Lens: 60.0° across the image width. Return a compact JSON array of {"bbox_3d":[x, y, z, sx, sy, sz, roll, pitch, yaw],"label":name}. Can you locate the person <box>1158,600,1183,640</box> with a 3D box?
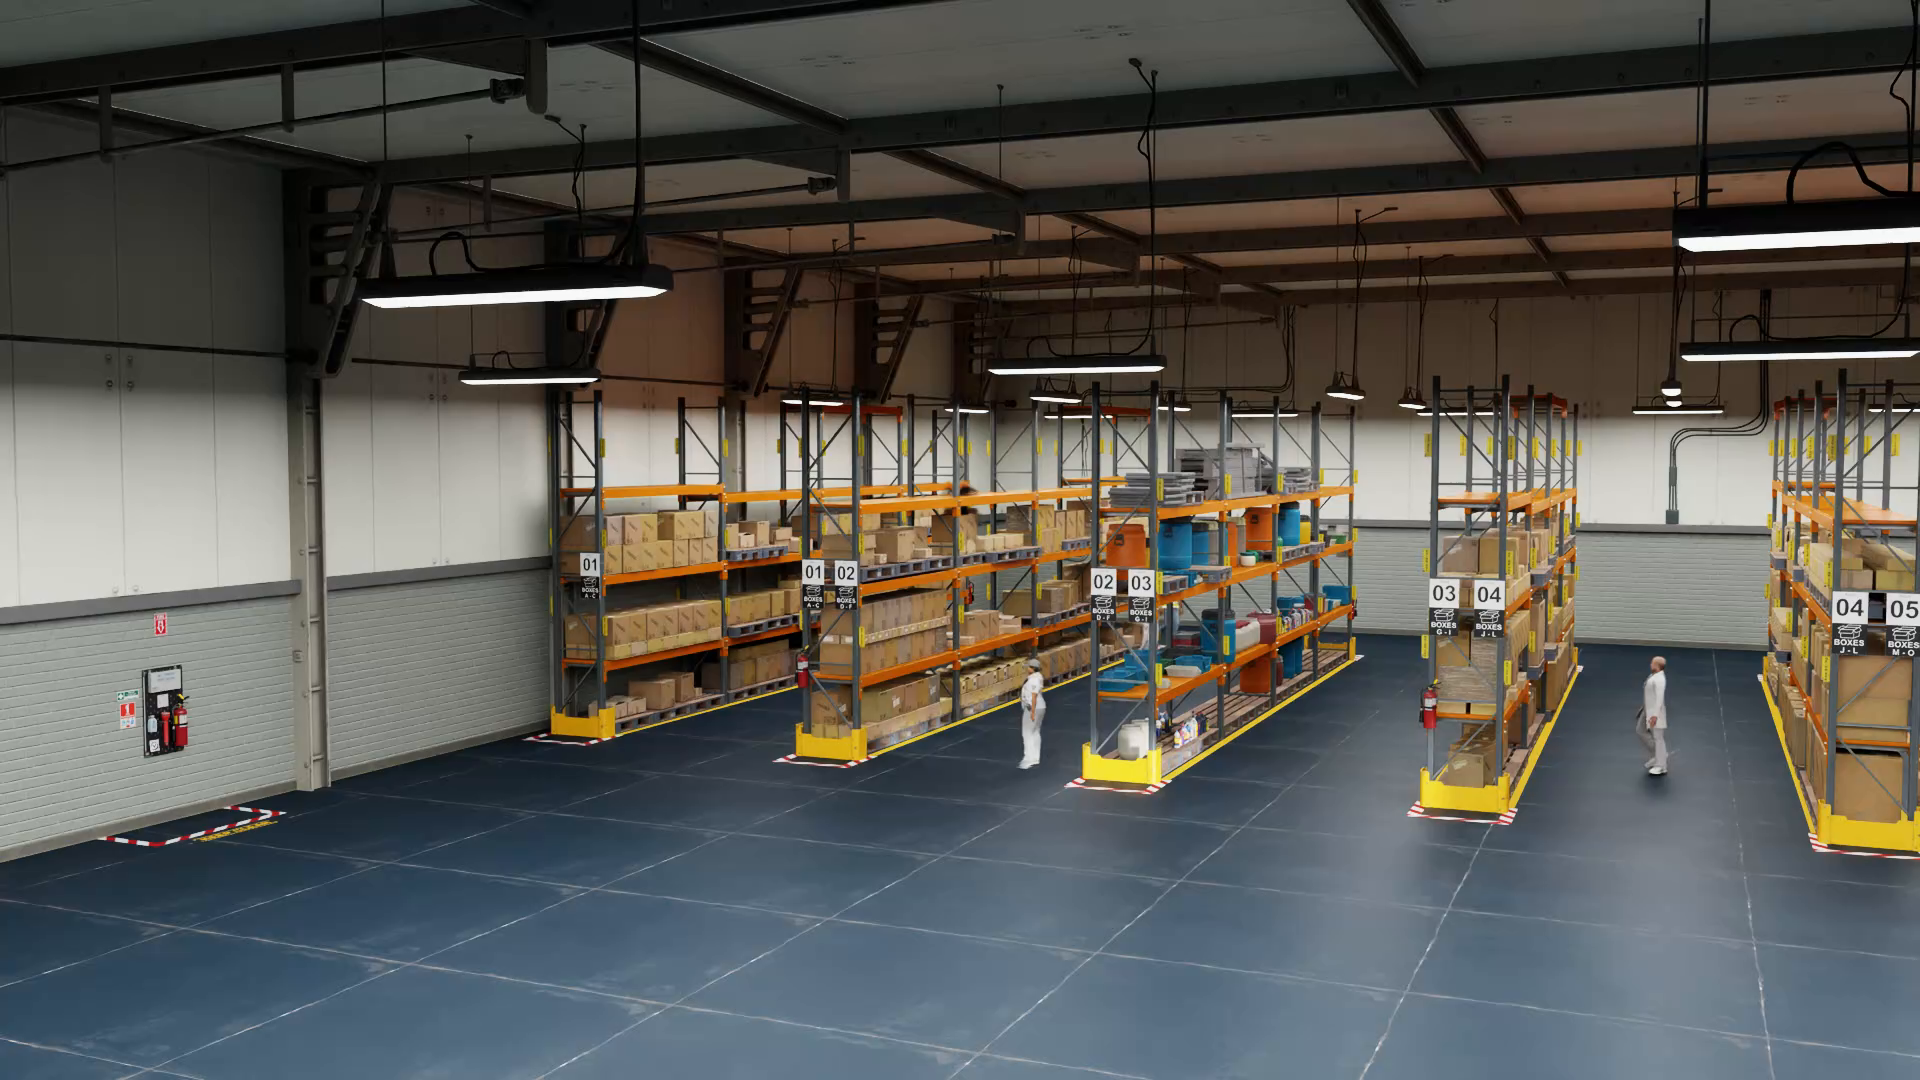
[{"bbox_3d":[5.394,1.765,42.583,0.581,1.744,0.674,-2,4,-27],"label":"person"}]

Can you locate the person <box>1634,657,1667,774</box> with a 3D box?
[{"bbox_3d":[10.745,2.684,25.696,0.491,1.775,0.696,0,3,3],"label":"person"}]

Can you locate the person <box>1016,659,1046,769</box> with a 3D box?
[{"bbox_3d":[1.140,2.730,26.238,0.405,1.698,0.594,1,3,15],"label":"person"}]

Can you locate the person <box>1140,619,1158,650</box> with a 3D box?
[{"bbox_3d":[4.046,2.212,35.430,0.370,1.708,0.575,2,4,34],"label":"person"}]
